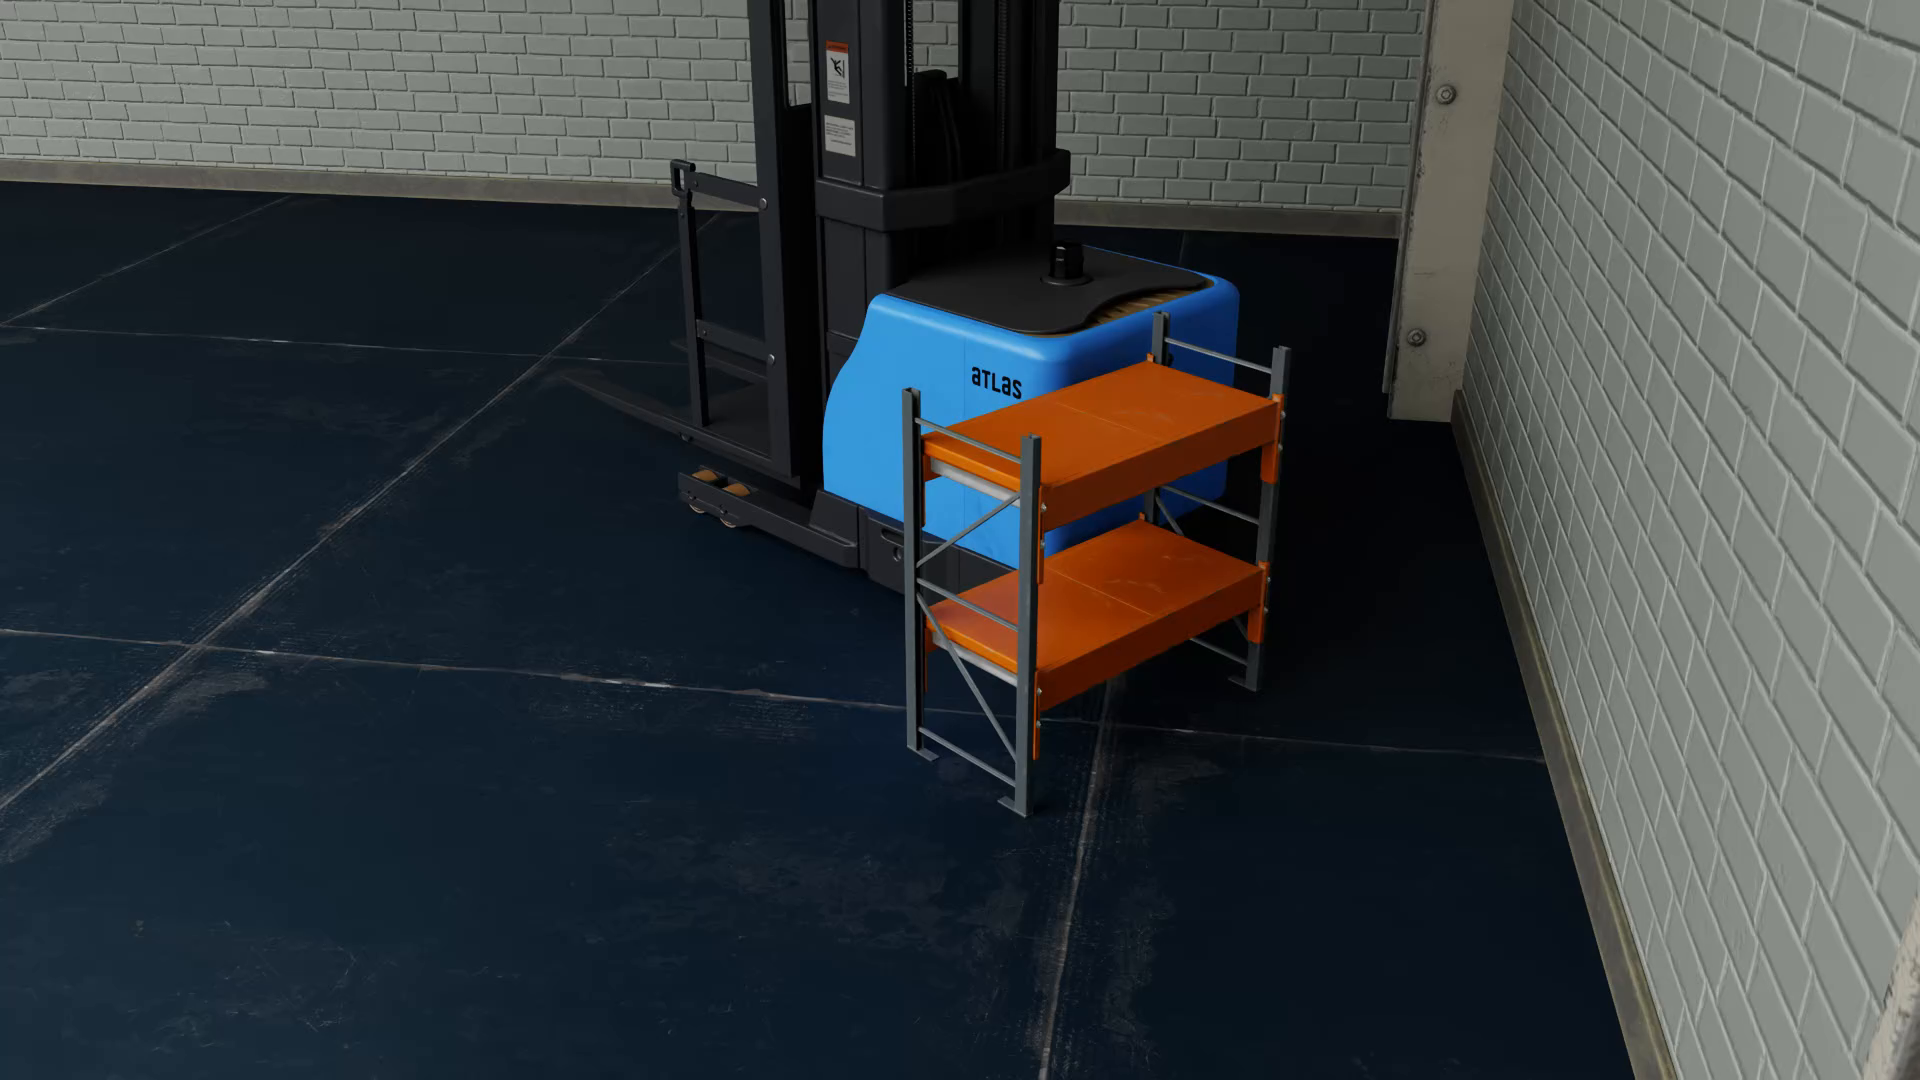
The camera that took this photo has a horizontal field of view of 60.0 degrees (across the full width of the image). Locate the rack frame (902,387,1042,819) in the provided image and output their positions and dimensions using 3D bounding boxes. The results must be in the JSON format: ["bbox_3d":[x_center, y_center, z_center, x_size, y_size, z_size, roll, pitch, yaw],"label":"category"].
[{"bbox_3d":[0.024,0.179,4.540,0.032,1.125,0.500,-21,32,-38],"label":"rack frame"}]

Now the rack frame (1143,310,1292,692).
[{"bbox_3d":[0.771,-0.113,5.164,0.032,1.125,0.500,-21,32,-38],"label":"rack frame"}]

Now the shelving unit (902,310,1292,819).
[{"bbox_3d":[0.397,0.033,4.852,1.048,1.125,0.538,-21,32,-38],"label":"shelving unit"}]

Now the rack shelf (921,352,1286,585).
[{"bbox_3d":[0.397,-0.232,4.728,1.000,0.278,0.538,-21,32,-38],"label":"rack shelf"}]

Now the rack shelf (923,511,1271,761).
[{"bbox_3d":[0.397,0.255,4.956,1.000,0.278,0.538,-21,32,-38],"label":"rack shelf"}]

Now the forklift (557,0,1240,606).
[{"bbox_3d":[-0.451,-1.513,6.026,3.031,2.935,1.130,22,33,39],"label":"forklift"}]

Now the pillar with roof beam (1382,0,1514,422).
[{"bbox_3d":[-2.158,-4.987,6.290,9.100,9.000,0.400,4,25,9],"label":"pillar with roof beam"}]
